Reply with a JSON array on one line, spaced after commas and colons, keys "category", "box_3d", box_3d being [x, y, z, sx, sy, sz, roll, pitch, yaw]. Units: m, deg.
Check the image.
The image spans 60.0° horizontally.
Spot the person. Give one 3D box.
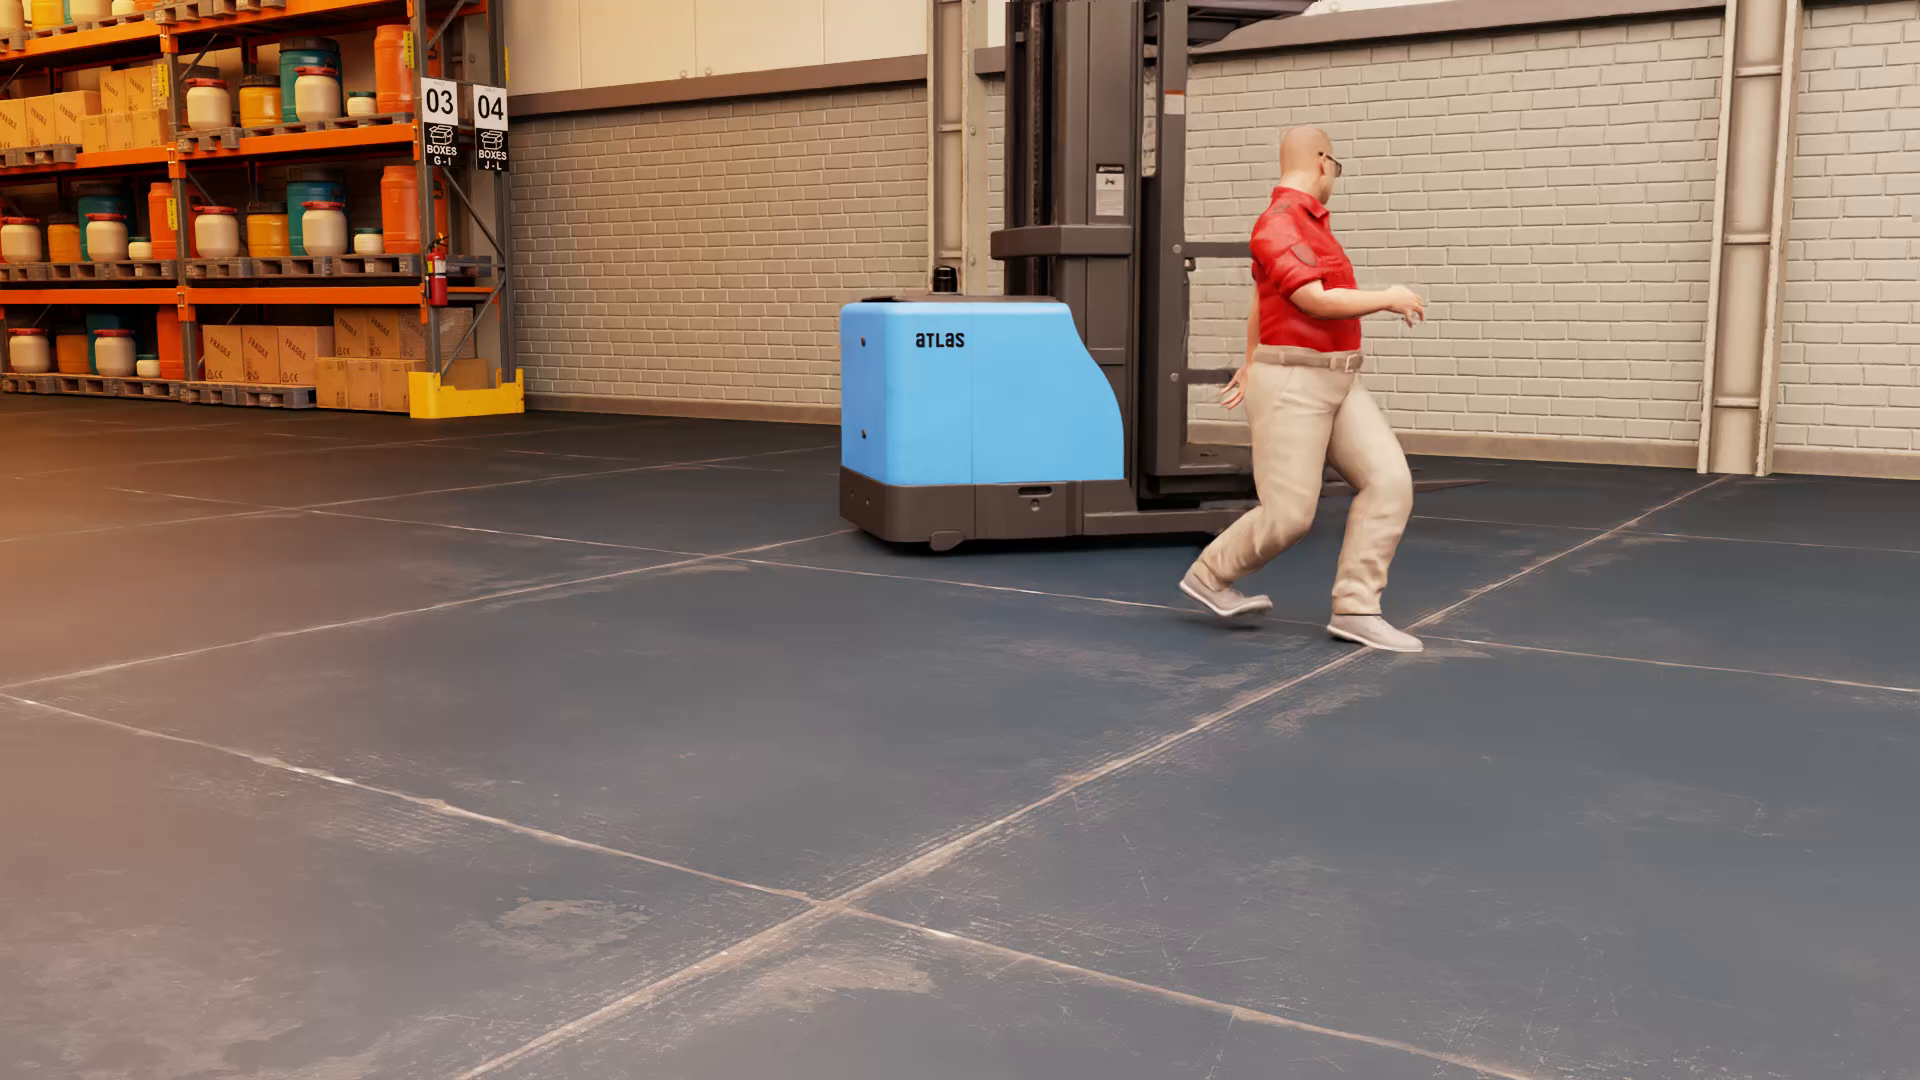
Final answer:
[{"category": "person", "box_3d": [1.098, -0.490, 5.343, 0.886, 1.648, 0.583, 7, 11, 41]}]

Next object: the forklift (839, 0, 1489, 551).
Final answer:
[{"category": "forklift", "box_3d": [1.003, -1.497, 7.720, 3.031, 2.935, 1.130, -2, 8, -16]}]
